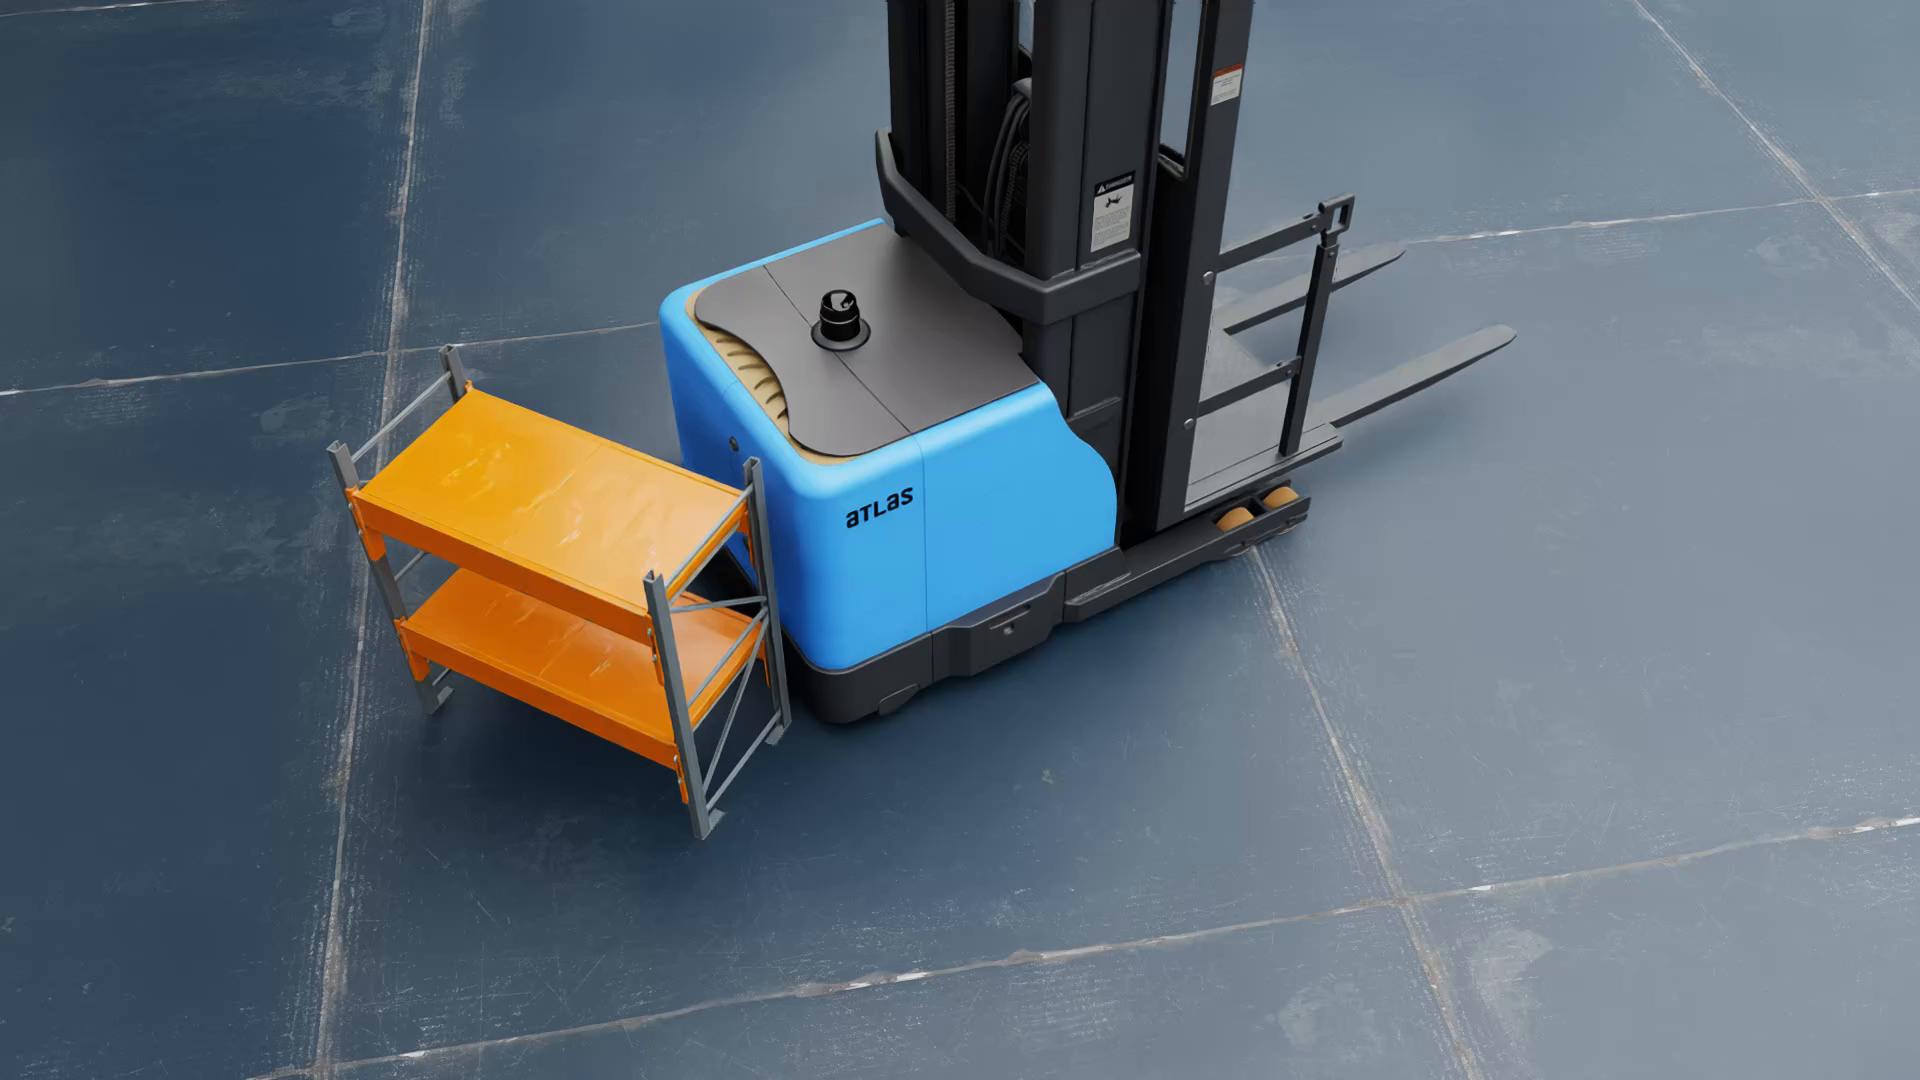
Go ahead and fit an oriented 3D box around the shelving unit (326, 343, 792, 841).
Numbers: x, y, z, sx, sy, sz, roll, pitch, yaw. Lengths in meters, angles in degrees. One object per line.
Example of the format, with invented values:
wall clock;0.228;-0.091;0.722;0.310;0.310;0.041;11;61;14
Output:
shelving unit;-1.106;0.164;4.811;1.048;1.125;0.538;21;49;19

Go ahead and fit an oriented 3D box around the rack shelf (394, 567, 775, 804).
rack shelf;-1.106;0.333;4.987;1.000;0.278;0.538;21;49;19

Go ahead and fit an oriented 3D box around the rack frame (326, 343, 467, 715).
rack frame;-1.557;-0.005;4.974;0.032;1.125;0.500;21;49;19

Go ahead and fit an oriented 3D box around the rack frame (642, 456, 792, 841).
rack frame;-0.655;0.332;4.649;0.032;1.125;0.500;21;49;19

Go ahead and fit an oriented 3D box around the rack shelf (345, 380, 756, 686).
rack shelf;-1.106;-0.040;4.601;1.000;0.278;0.538;21;49;19

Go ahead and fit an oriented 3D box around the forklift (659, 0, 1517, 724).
forklift;0.609;-1.265;4.934;3.031;2.935;1.130;-24;51;-21
